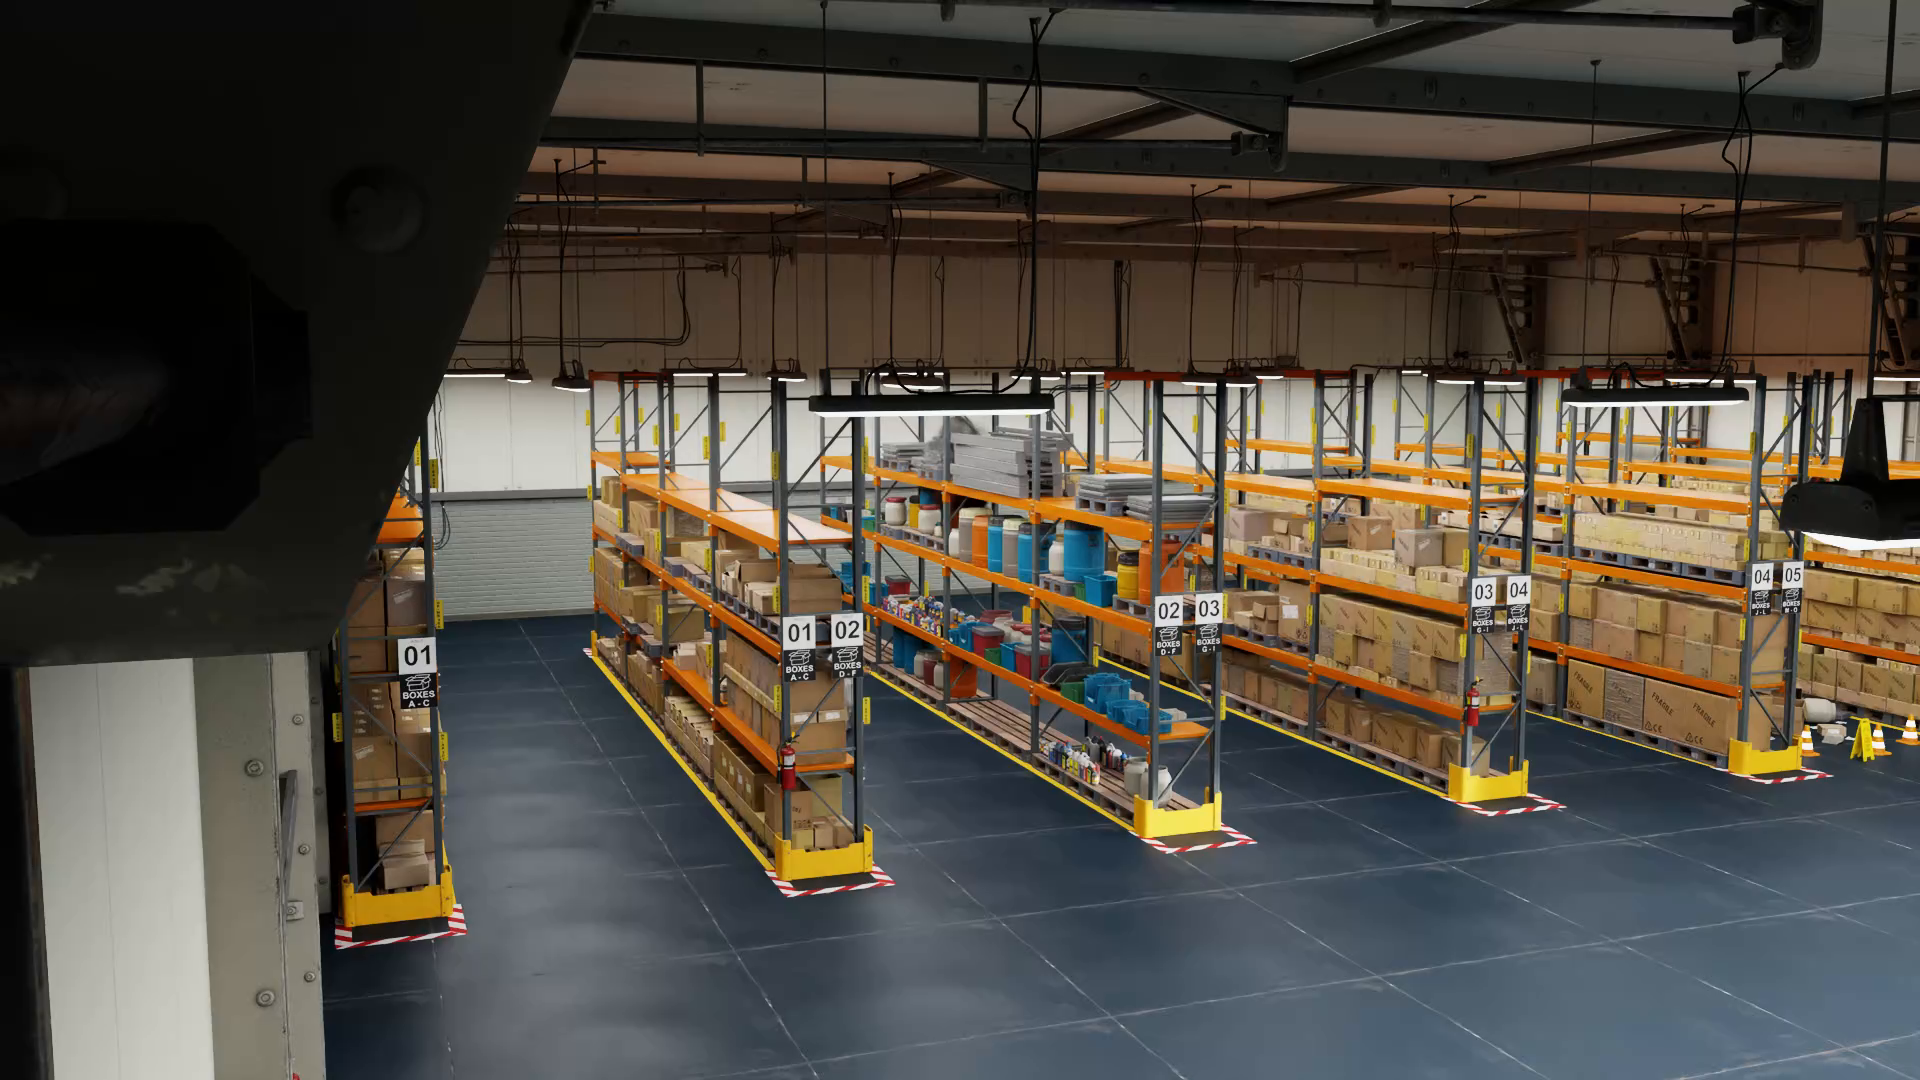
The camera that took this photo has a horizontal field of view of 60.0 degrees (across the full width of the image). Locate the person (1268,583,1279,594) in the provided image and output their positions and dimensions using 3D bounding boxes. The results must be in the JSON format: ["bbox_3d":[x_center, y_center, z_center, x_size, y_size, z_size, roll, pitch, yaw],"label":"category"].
[{"bbox_3d":[7.951,0.924,41.027,0.824,1.686,0.643,2,7,21],"label":"person"}]

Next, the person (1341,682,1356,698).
[{"bbox_3d":[7.213,2.079,30.120,0.644,1.780,0.588,-2,7,-14],"label":"person"}]

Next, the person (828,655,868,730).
[{"bbox_3d":[-1.874,2.415,27.922,0.618,1.644,0.693,-4,7,-31],"label":"person"}]
